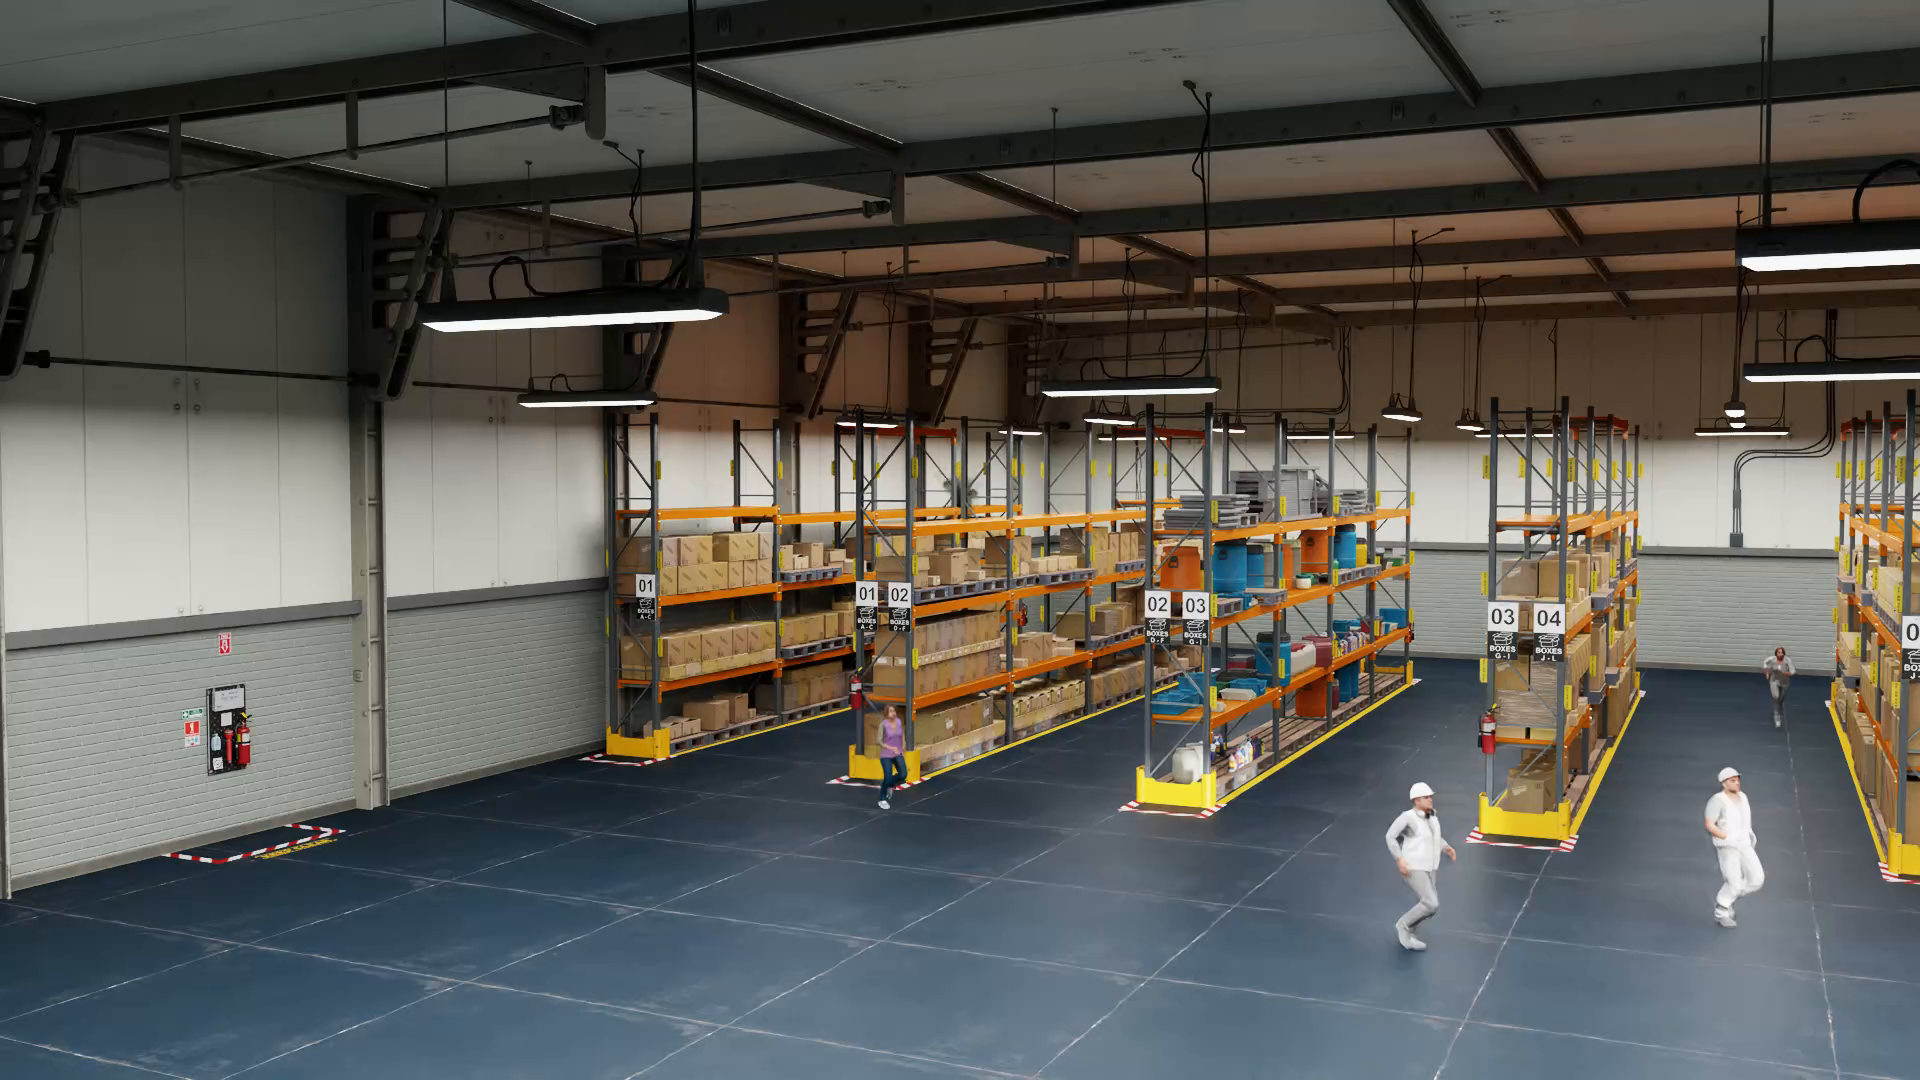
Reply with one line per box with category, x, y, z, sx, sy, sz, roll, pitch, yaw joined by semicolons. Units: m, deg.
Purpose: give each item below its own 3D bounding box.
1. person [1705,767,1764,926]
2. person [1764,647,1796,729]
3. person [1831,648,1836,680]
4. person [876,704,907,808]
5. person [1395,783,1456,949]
person;8.485;3.362;18.177;0.669;1.742;0.519;-1;3;-21
person;16.000;2.856;32.491;0.536;1.596;0.888;1;3;18
person;19.324;2.637;36.140;0.697;1.717;0.680;1;3;21
person;-0.984;3.194;24.544;0.571;1.556;0.631;-2;3;-33
person;4.814;3.398;17.270;0.555;1.738;0.601;-2;3;-40
